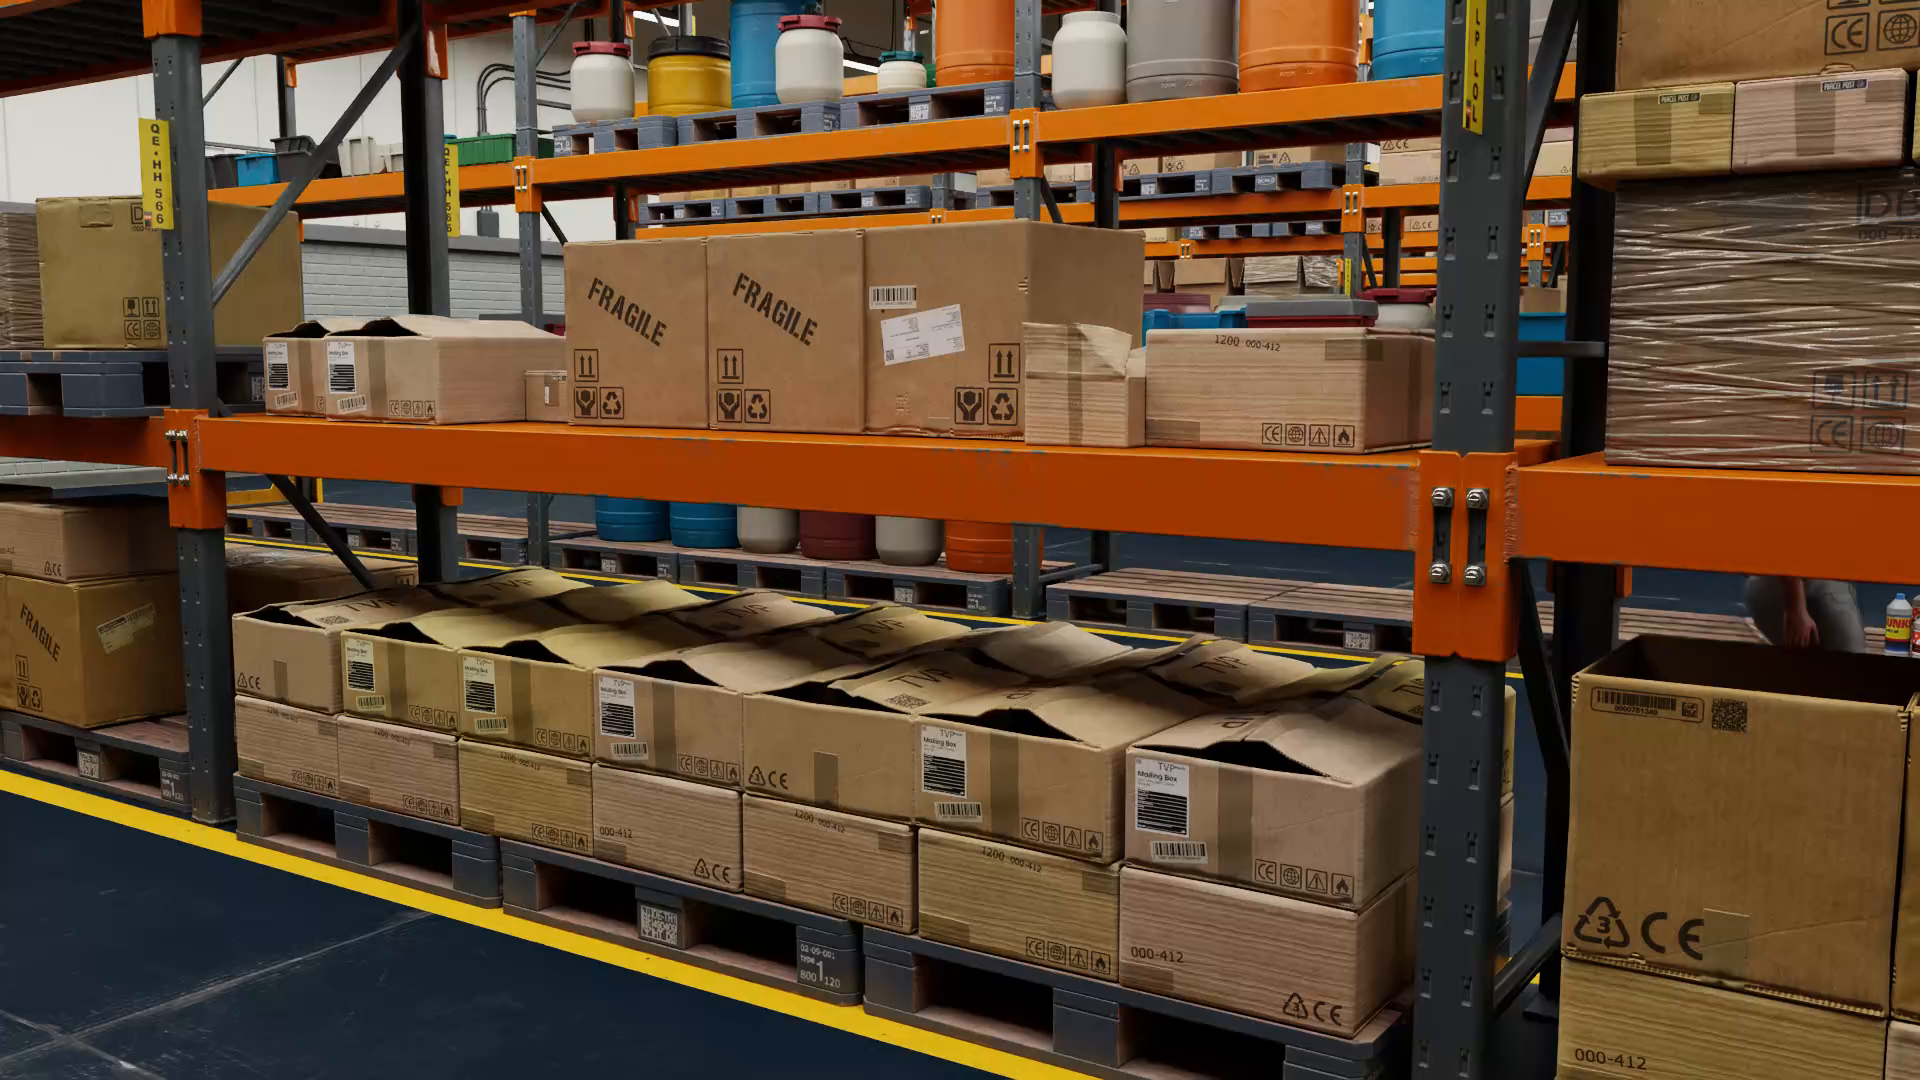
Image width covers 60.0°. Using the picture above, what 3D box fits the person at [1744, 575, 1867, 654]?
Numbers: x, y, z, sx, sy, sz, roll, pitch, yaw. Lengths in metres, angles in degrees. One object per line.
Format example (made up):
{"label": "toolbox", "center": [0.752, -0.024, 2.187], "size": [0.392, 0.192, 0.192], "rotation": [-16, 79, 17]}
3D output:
{"label": "person", "center": [2.269, 0.147, 4.534], "size": [0.539, 1.645, 0.474], "rotation": [4, 8, 33]}
